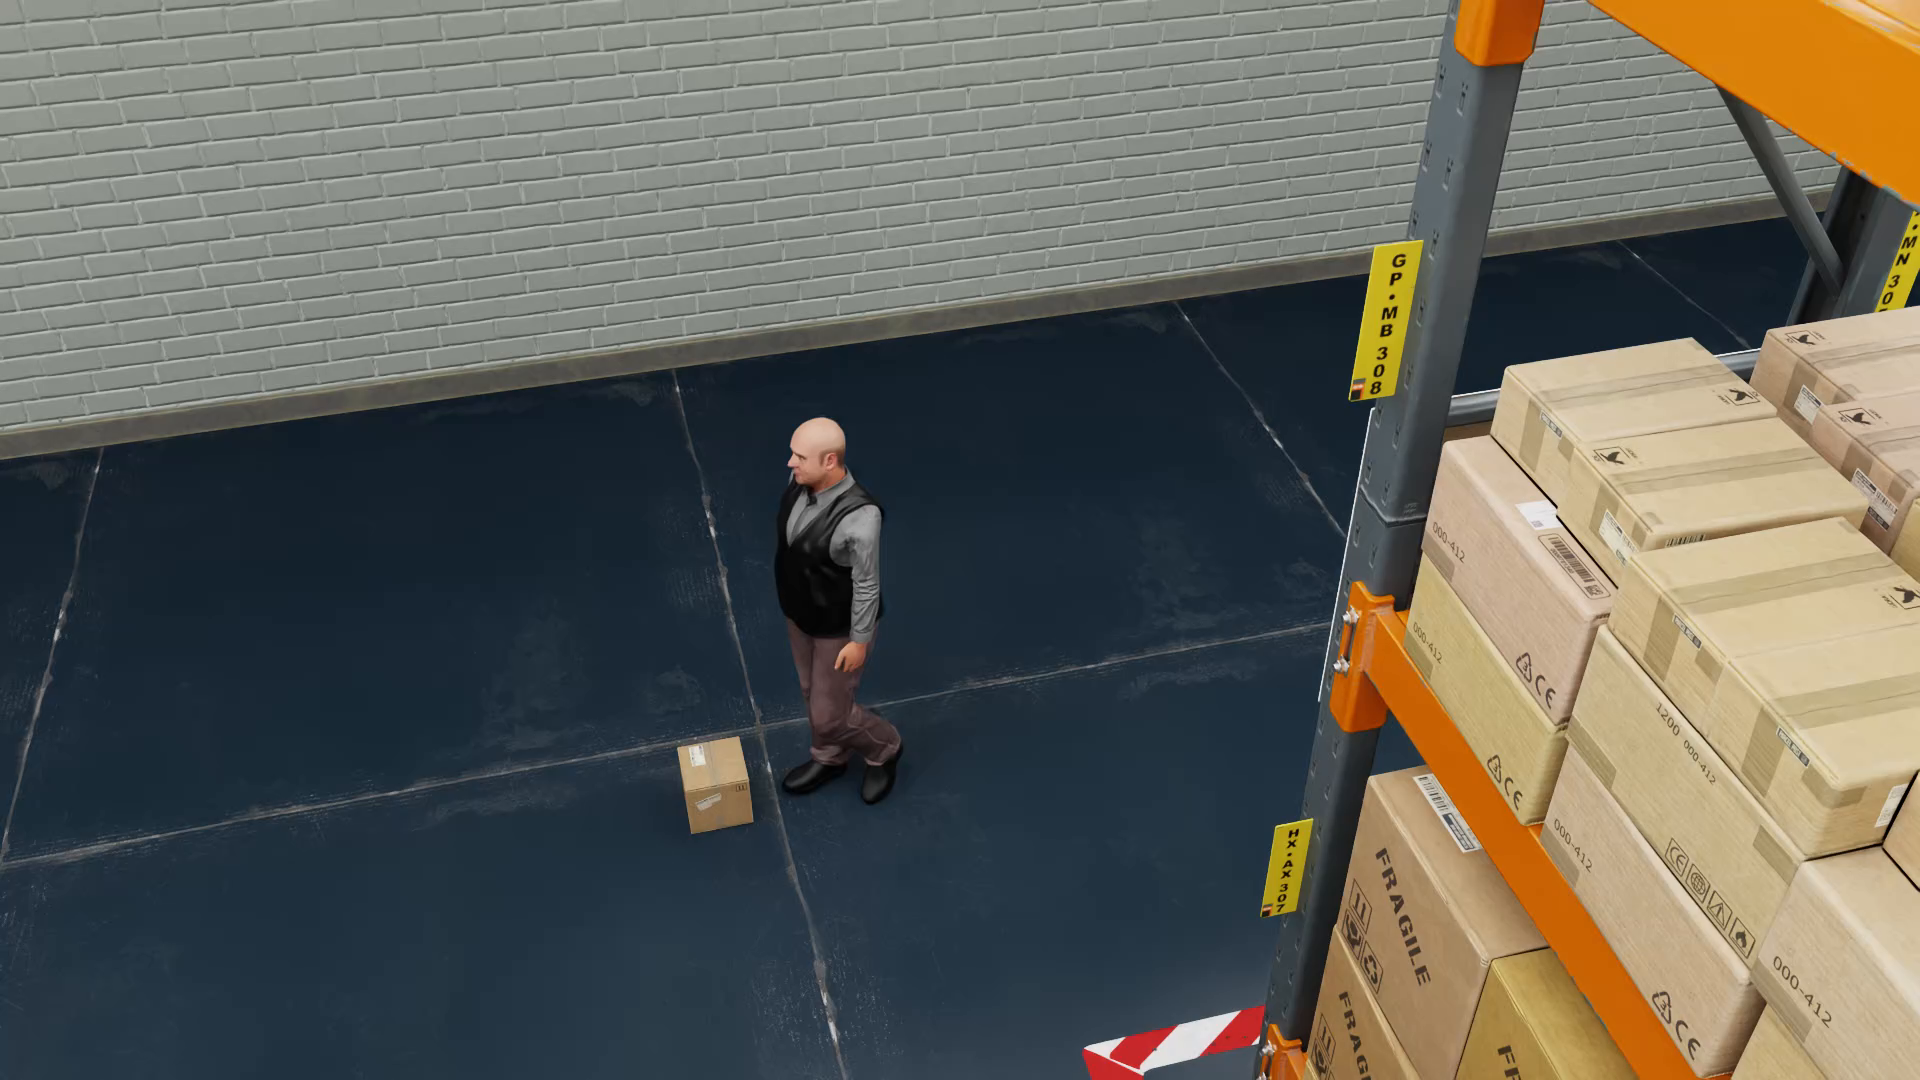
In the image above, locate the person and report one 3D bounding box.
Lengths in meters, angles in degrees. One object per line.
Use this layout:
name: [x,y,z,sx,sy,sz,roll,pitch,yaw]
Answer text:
person: [-0.508,0.290,6.355,0.479,1.736,0.557,-25,44,-28]
